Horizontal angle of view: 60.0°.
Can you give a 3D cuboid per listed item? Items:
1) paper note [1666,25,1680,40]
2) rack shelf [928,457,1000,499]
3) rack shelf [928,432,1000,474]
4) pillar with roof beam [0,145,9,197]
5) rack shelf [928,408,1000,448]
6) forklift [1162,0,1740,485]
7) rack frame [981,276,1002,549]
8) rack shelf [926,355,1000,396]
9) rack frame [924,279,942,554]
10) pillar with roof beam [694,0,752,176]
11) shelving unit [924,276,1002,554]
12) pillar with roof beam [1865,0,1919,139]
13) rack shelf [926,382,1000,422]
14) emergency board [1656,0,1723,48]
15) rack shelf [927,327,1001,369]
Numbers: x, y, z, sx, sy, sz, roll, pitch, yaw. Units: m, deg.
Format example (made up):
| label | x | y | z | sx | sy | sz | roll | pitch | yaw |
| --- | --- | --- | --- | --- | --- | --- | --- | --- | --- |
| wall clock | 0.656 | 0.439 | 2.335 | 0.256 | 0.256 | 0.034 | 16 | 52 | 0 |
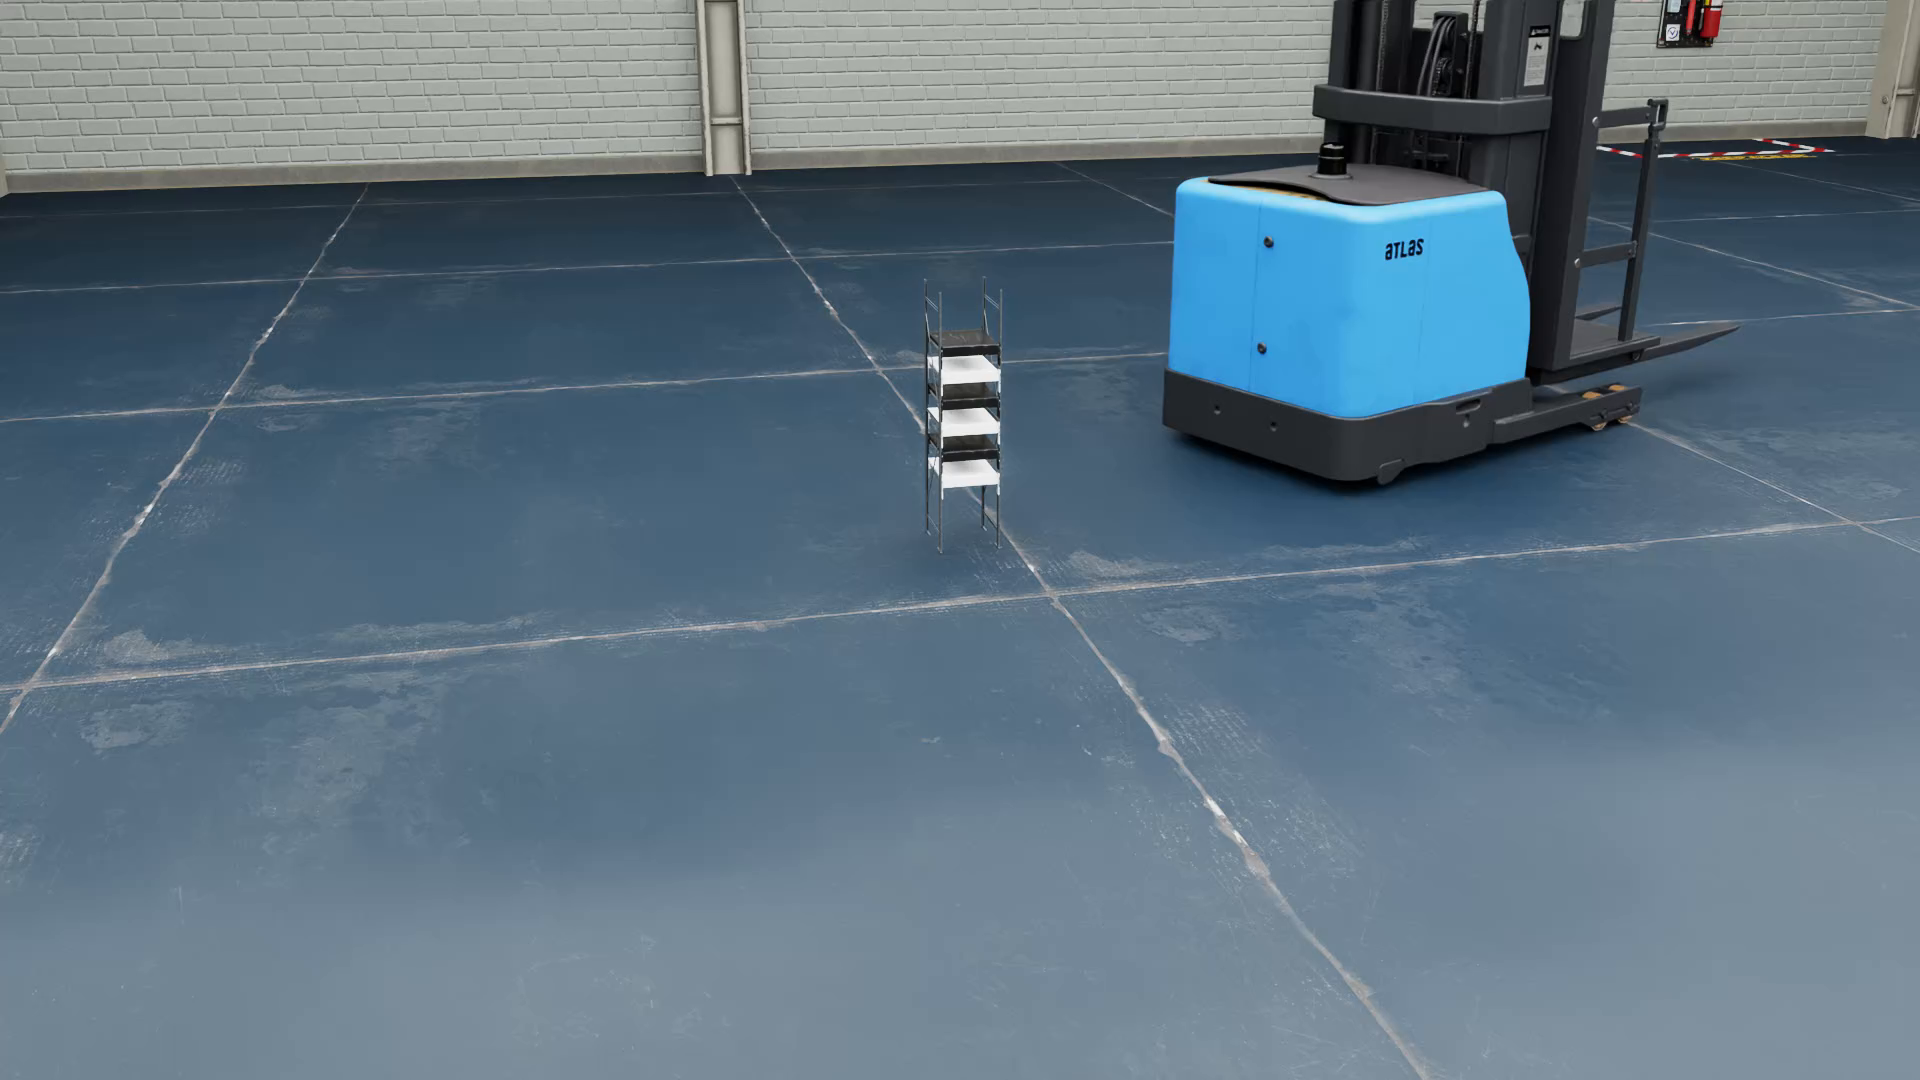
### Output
| label | x | y | z | sx | sy | sz | roll | pitch | yaw |
| --- | --- | --- | --- | --- | --- | --- | --- | --- | --- |
| paper note | 7.029 | -5.003 | 16.391 | 0.142 | 0.148 | 0.016 | -5 | 21 | -12 |
| rack shelf | 0.008 | -0.223 | 5.735 | 0.200 | 0.077 | 0.258 | -5 | 21 | -12 |
| rack shelf | 0.008 | -0.307 | 5.704 | 0.200 | 0.077 | 0.258 | -5 | 21 | -12 |
| pillar with roof beam | -6.895 | -5.541 | 7.859 | 0.400 | 9.000 | 9.100 | -5 | 21 | -12 |
| rack shelf | 0.008 | -0.392 | 5.673 | 0.200 | 0.077 | 0.258 | -5 | 21 | -12 |
| forklift | 2.326 | -1.970 | 6.932 | 3.031 | 2.935 | 1.130 | -15 | 25 | -34 |
| rack frame | 0.107 | -0.431 | 5.684 | 0.006 | 0.900 | 0.240 | -5 | 21 | -12 |
| rack shelf | 0.008 | -0.561 | 5.611 | 0.200 | 0.077 | 0.258 | -5 | 21 | -12 |
| rack frame | -0.091 | -0.415 | 5.640 | 0.006 | 0.900 | 0.240 | -5 | 21 | -12 |
| pillar with roof beam | -1.056 | -6.016 | 9.156 | 0.400 | 9.000 | 9.100 | -5 | 21 | -12 |
| shelving unit | 0.008 | -0.423 | 5.662 | 0.210 | 0.900 | 0.258 | -5 | 21 | -12 |
| pillar with roof beam | 10.622 | -6.966 | 11.748 | 0.400 | 9.000 | 9.100 | -5 | 21 | -12 |
| rack shelf | 0.008 | -0.476 | 5.642 | 0.200 | 0.077 | 0.258 | -5 | 21 | -12 |
| emergency board | 7.218 | -5.407 | 16.215 | 0.643 | 1.169 | 0.194 | -5 | 21 | -12 |
| rack shelf | 0.008 | -0.645 | 5.580 | 0.200 | 0.077 | 0.258 | -5 | 21 | -12 |
